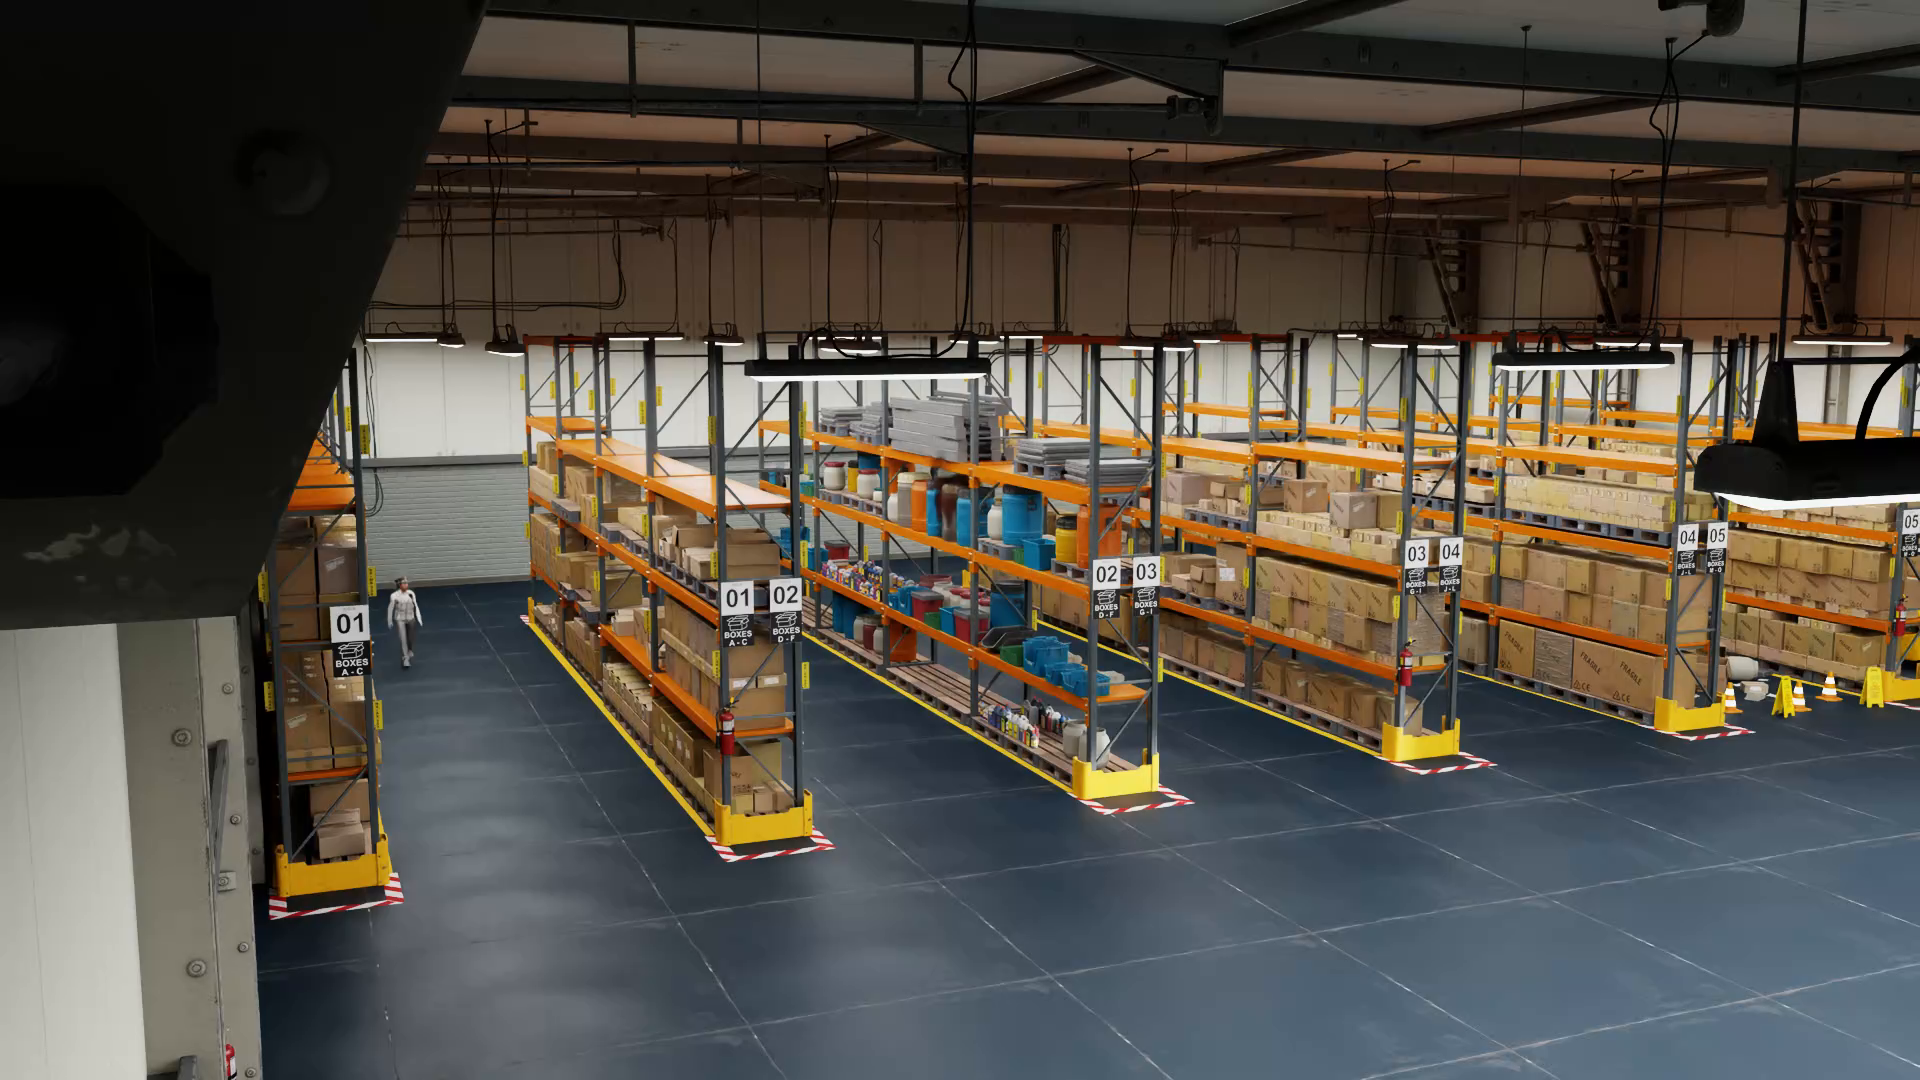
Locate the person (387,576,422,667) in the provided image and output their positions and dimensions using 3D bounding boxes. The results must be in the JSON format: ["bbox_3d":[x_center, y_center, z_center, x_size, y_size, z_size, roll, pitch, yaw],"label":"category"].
[{"bbox_3d":[-10.216,1.458,30.585,0.587,1.635,1.009,-4,8,-27],"label":"person"}]
